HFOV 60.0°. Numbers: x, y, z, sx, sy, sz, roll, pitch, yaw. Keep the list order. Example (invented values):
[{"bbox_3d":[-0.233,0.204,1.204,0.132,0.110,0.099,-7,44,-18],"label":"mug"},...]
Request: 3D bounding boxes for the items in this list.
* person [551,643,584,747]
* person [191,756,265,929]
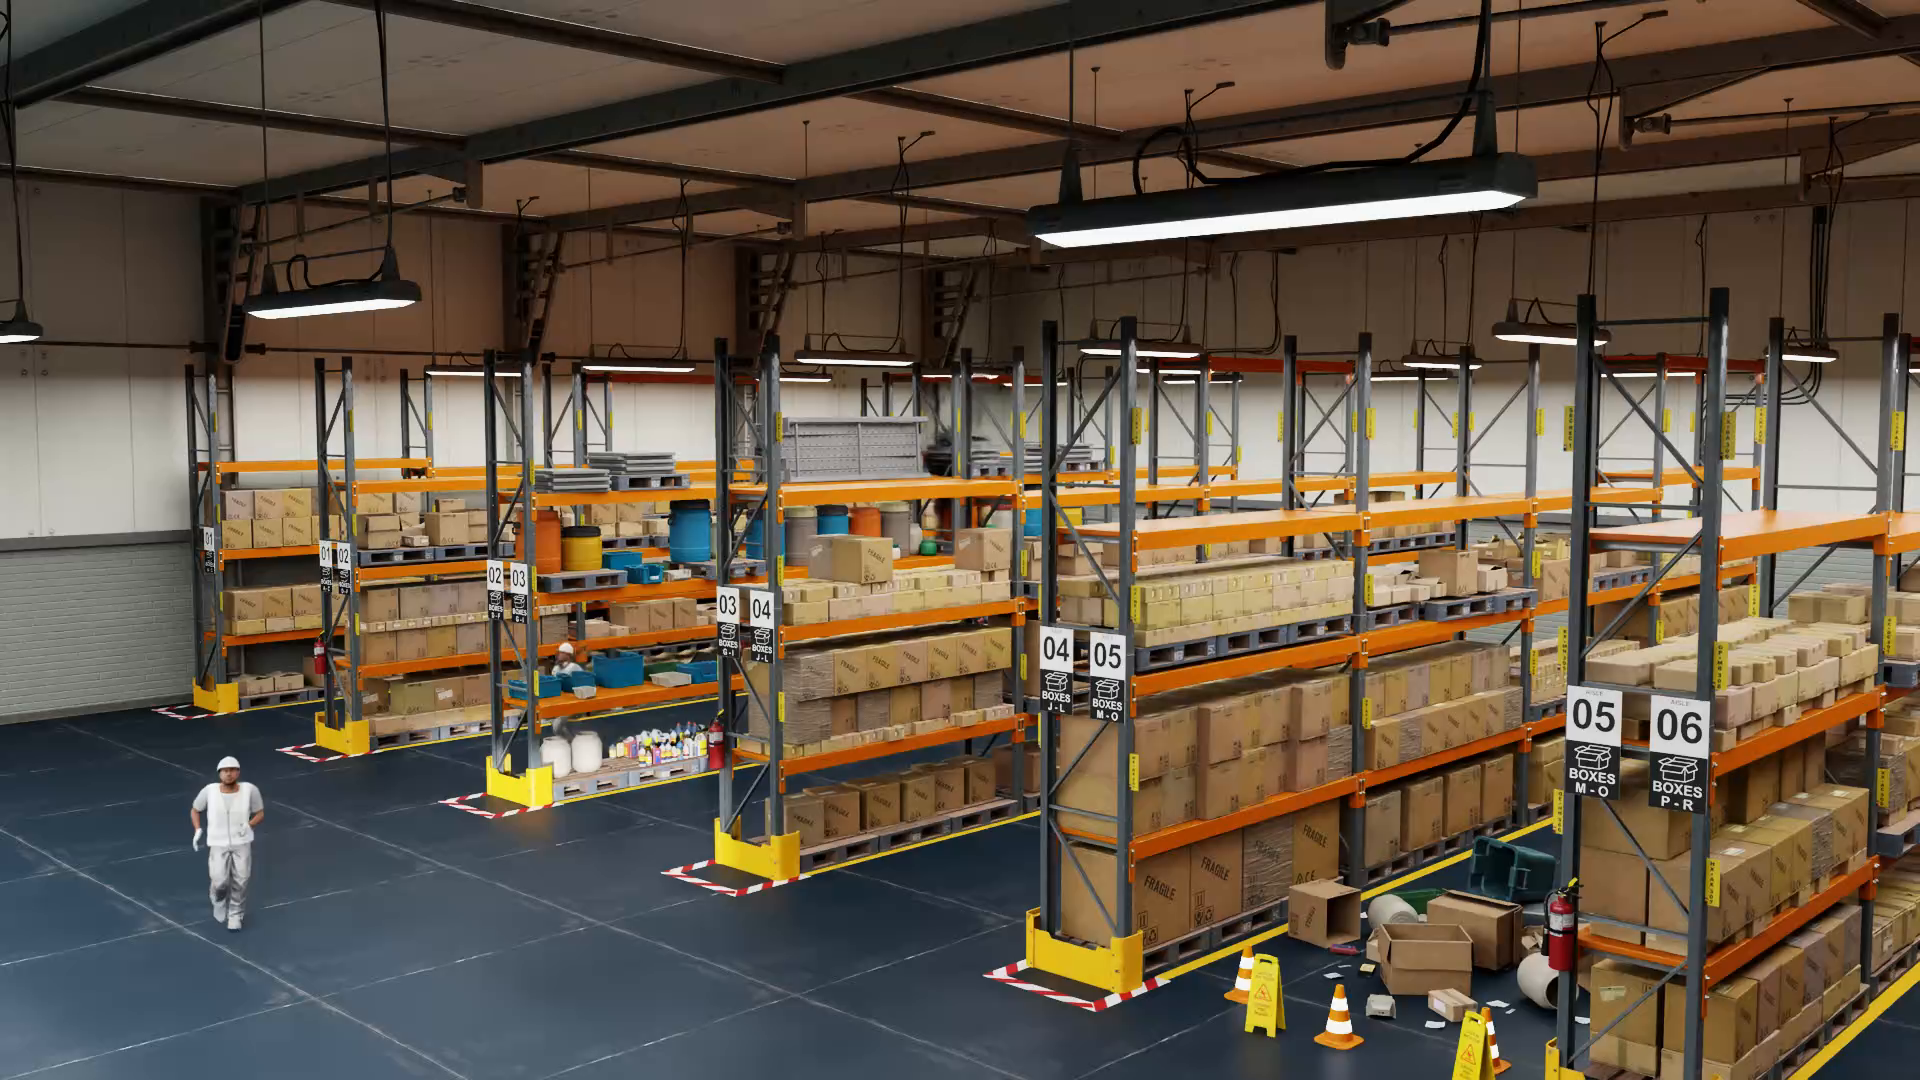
[{"bbox_3d":[-5.872,2.412,24.526,0.642,1.767,0.647,4,6,39],"label":"person"},{"bbox_3d":[-7.253,3.025,16.510,0.675,1.739,0.597,-2,5,-25],"label":"person"}]
